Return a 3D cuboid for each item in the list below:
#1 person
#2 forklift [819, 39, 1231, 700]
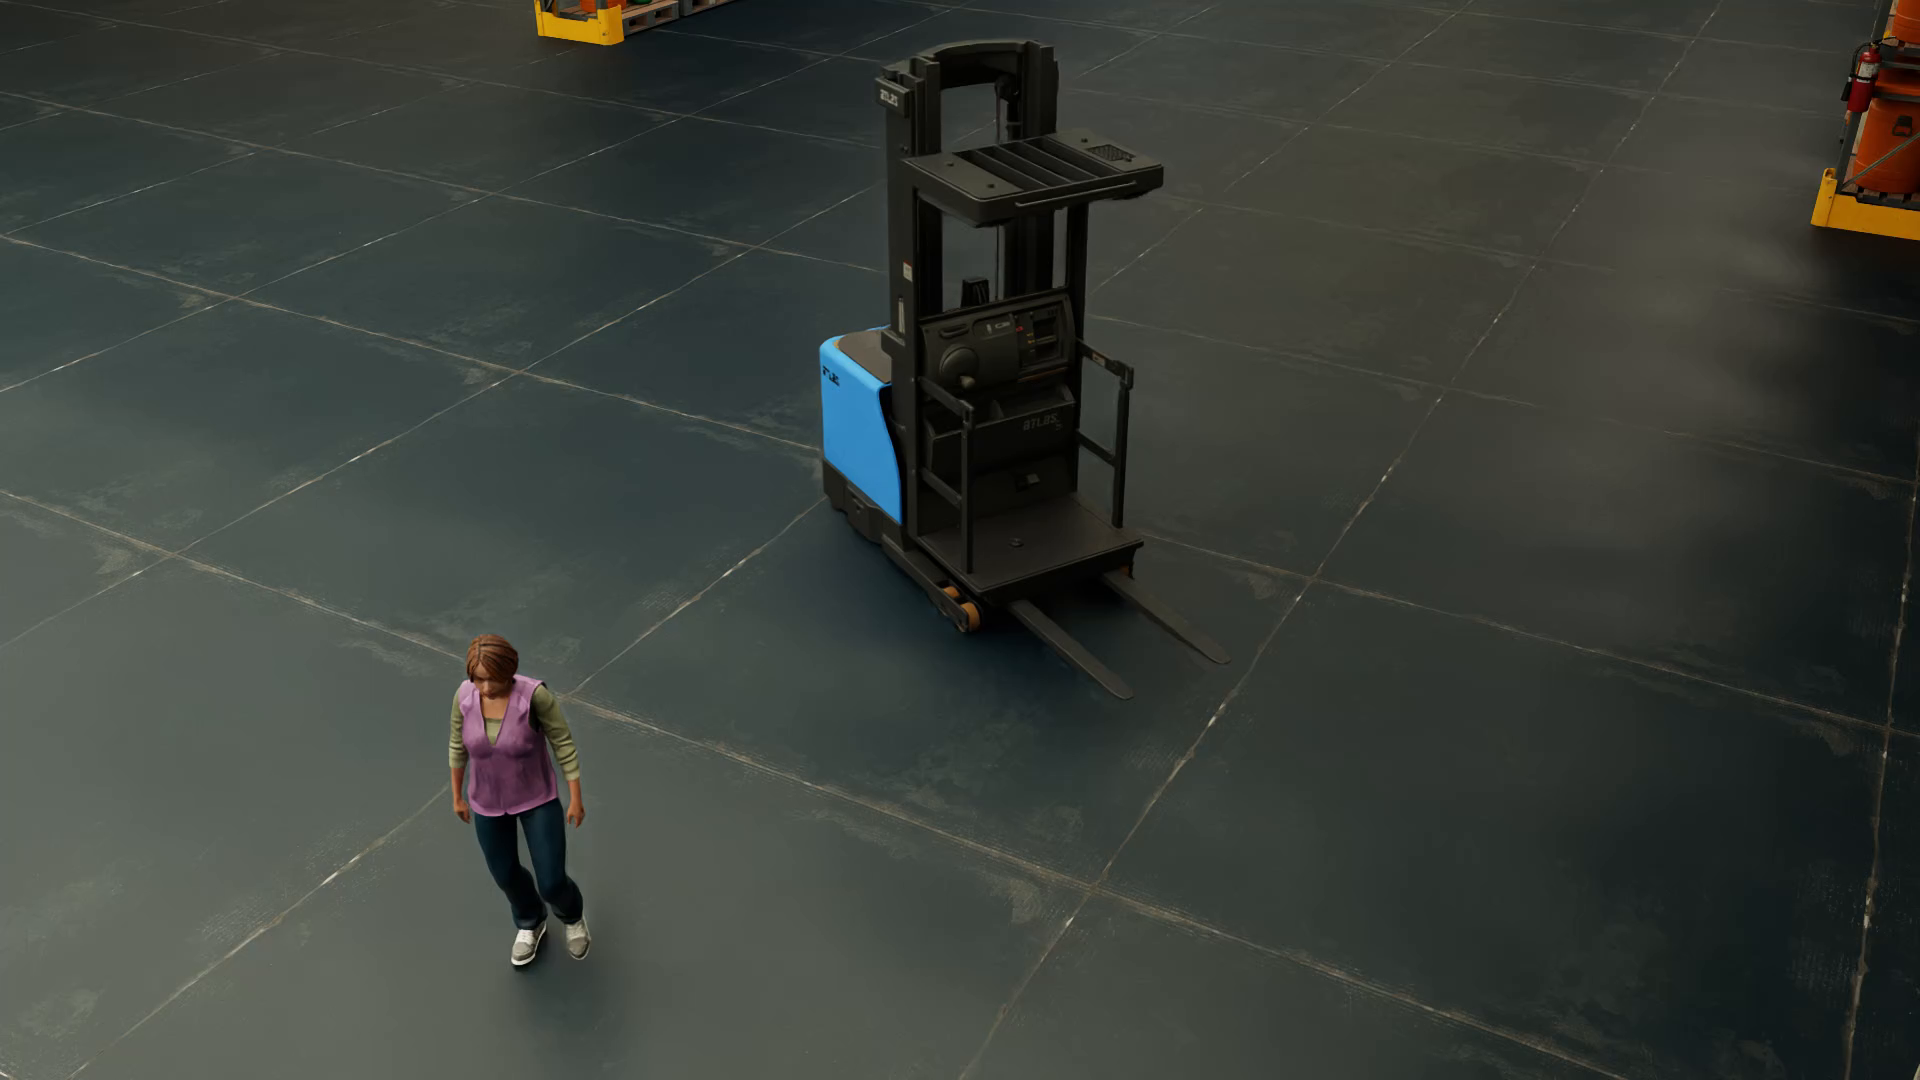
[{"bbox_3d":[-1.760,1.064,6.584,0.534,1.578,0.425,0,30,0],"label":"person"},{"bbox_3d":[0.327,-1.025,8.846,1.130,2.935,3.031,-16,34,-26],"label":"forklift"}]
